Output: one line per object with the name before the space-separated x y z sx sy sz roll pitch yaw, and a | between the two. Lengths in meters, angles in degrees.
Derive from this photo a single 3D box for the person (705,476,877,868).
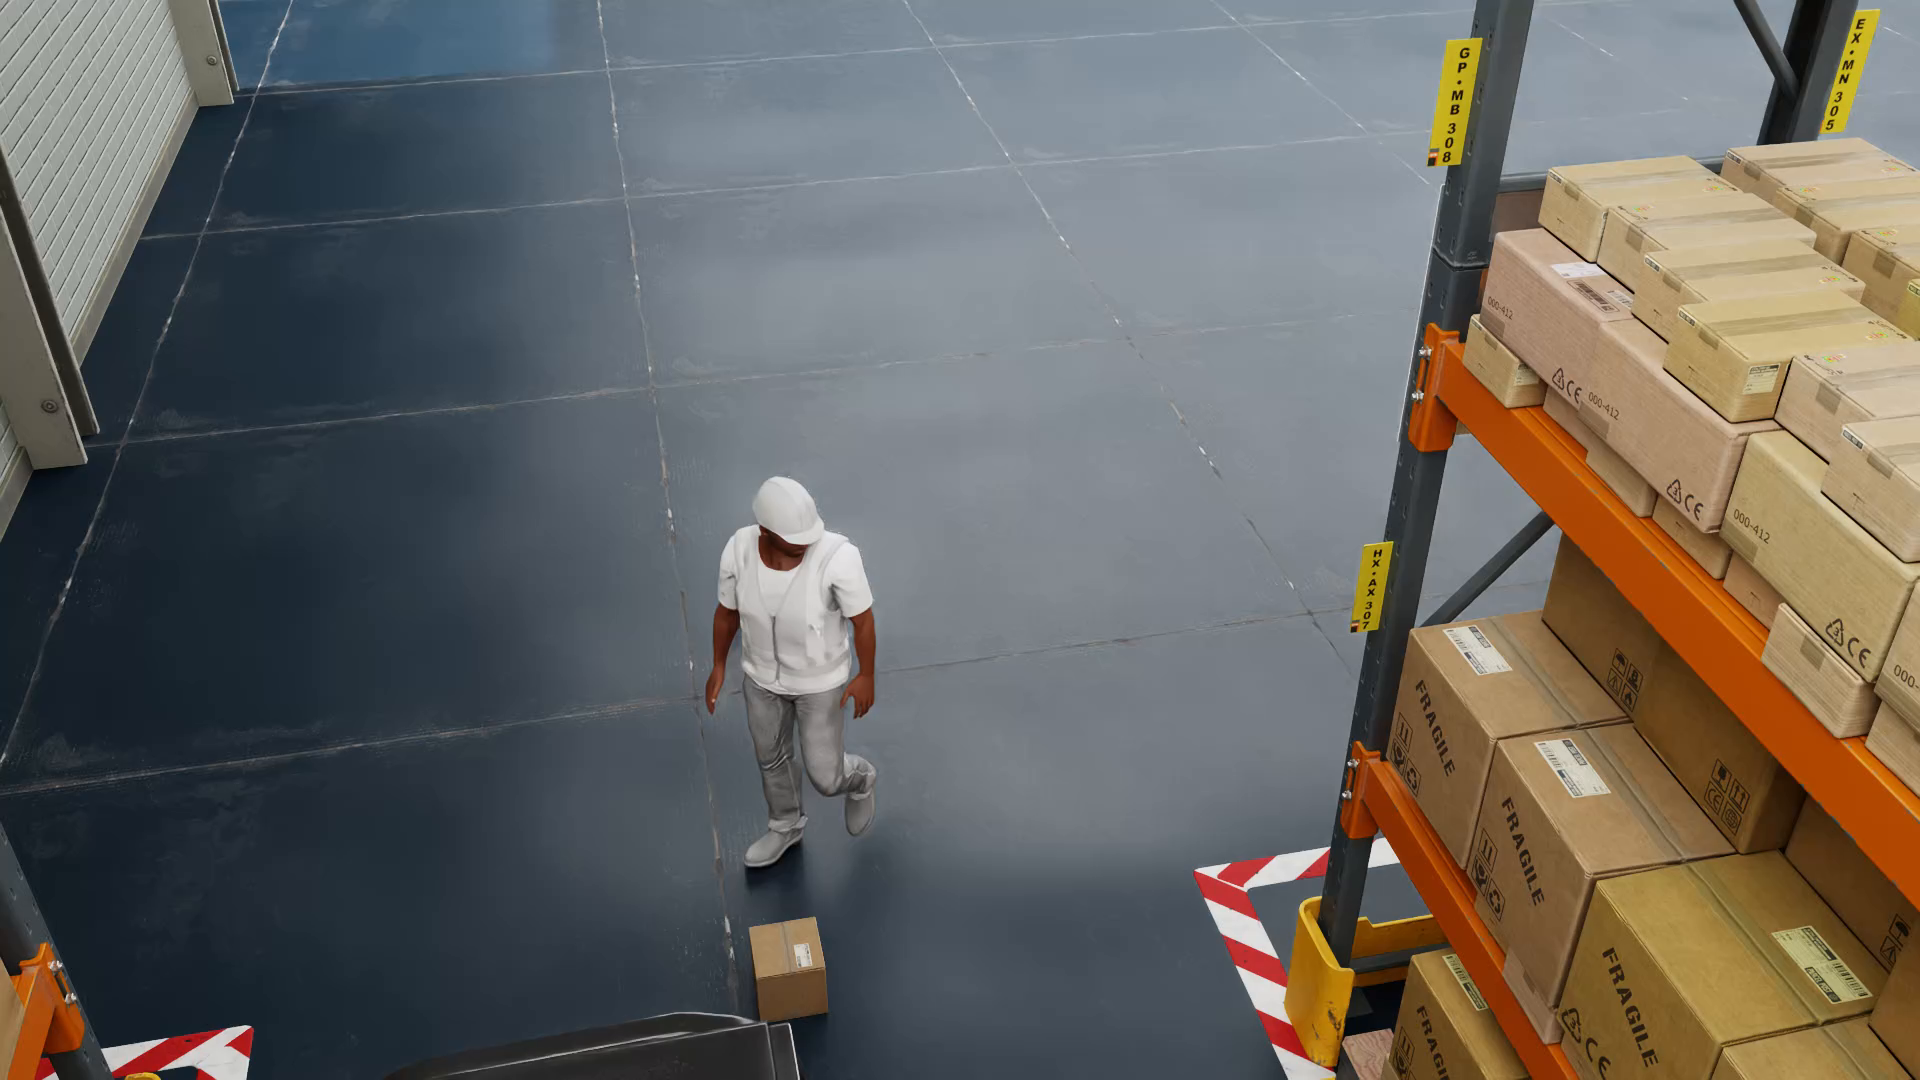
person | -0.629 0.494 6.355 0.631 1.764 0.543 13 36 19
